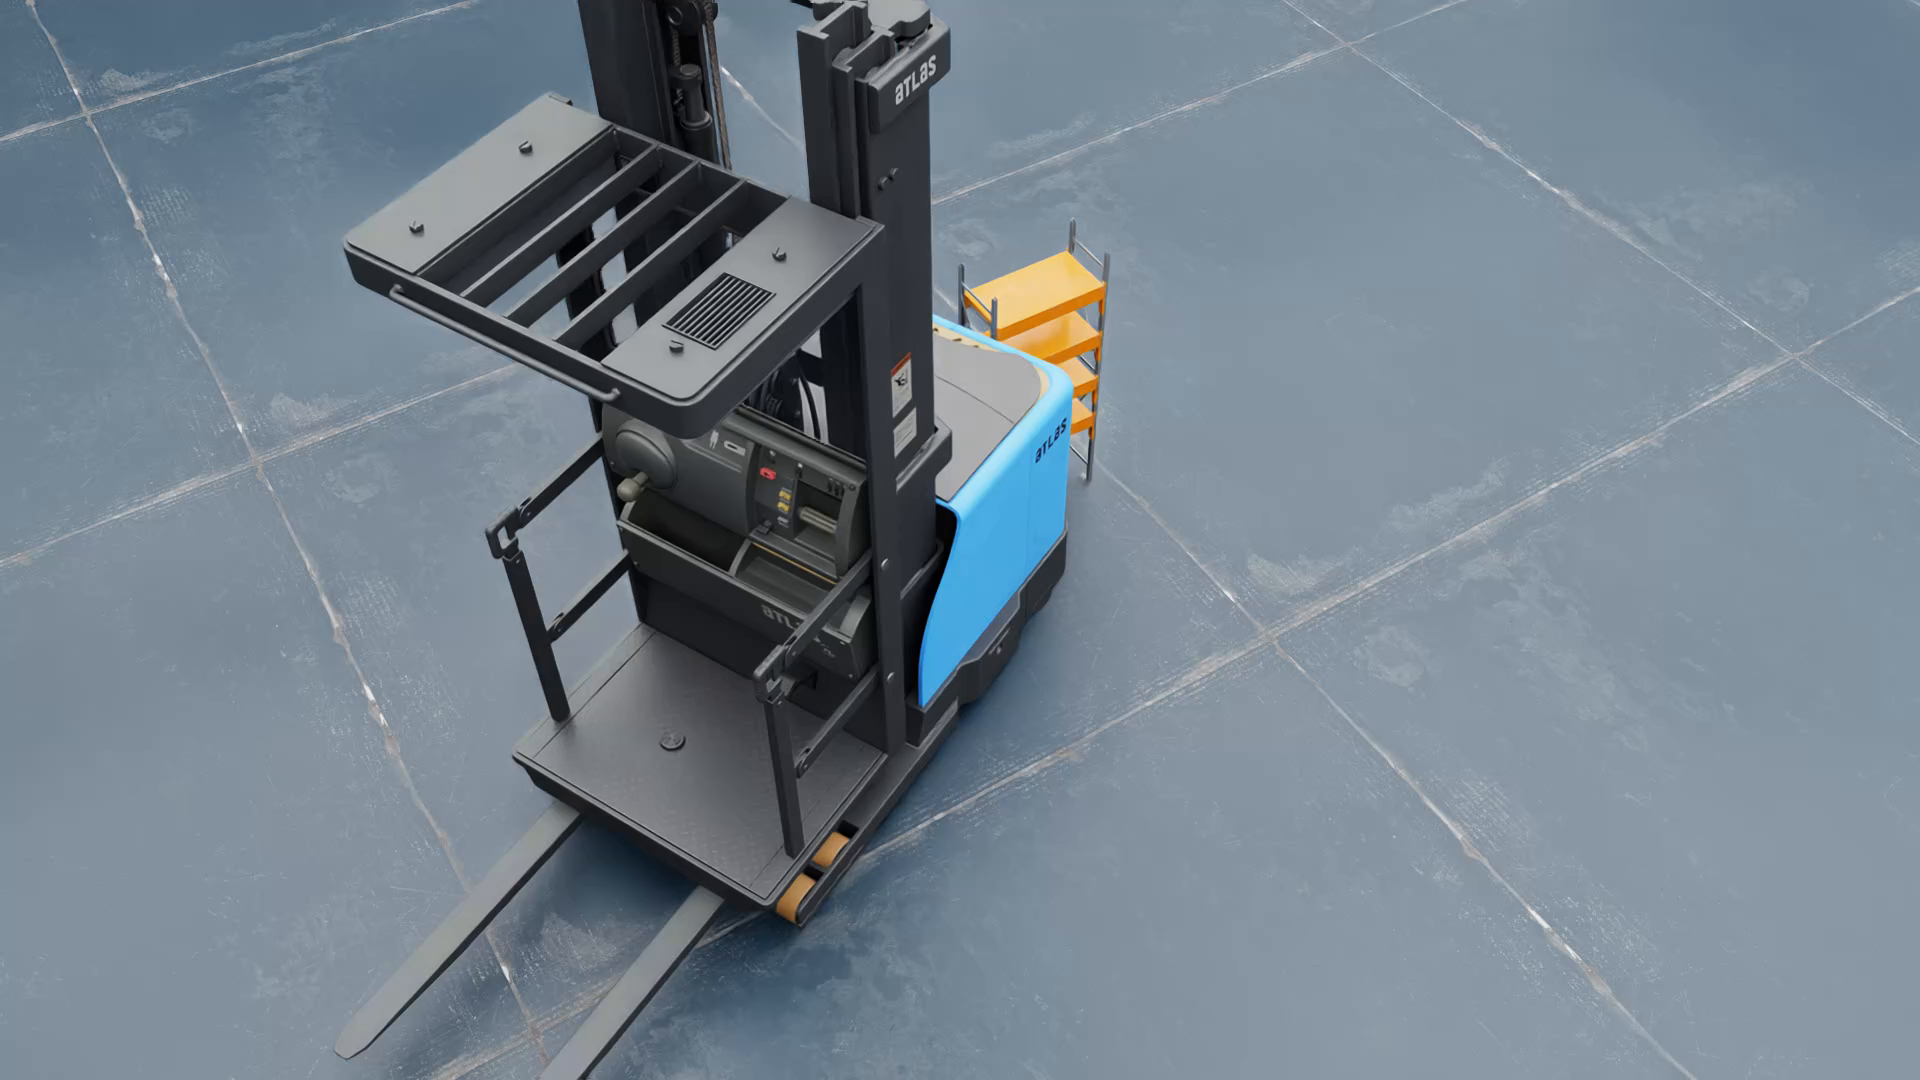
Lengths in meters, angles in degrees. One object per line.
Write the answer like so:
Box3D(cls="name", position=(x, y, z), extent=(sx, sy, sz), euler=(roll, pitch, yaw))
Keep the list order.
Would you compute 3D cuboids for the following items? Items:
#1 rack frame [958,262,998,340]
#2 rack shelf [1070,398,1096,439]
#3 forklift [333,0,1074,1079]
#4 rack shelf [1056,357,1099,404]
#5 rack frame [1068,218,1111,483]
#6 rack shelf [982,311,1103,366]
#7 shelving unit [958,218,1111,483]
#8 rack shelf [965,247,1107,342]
Box3D(cls="rack frame", position=(0.064, -0.520, 6.355), extent=(0.015, 1.200, 0.240), euler=(-25, 53, -21))
Box3D(cls="rack shelf", position=(0.270, -0.441, 6.640), extent=(0.480, 0.148, 0.258), euler=(-25, 53, -21))
Box3D(cls="forklift", position=(-0.803, -0.105, 4.827), extent=(1.130, 2.935, 3.031), euler=(25, 53, 21))
Box3D(cls="rack shelf", position=(0.270, -0.573, 6.492), extent=(0.480, 0.148, 0.258), euler=(-25, 53, -21))
Box3D(cls="rack frame", position=(0.477, -0.714, 6.528), extent=(0.015, 1.200, 0.240), euler=(-25, 53, -21))
Box3D(cls="rack shelf", position=(0.270, -0.721, 6.325), extent=(0.480, 0.148, 0.258), euler=(-25, 53, -21))
Box3D(cls="shelving unit", position=(0.270, -0.617, 6.442), extent=(0.503, 1.200, 0.258), euler=(-25, 53, -21))
Box3D(cls="rack shelf", position=(0.270, -0.879, 6.148), extent=(0.480, 0.148, 0.258), euler=(-25, 53, -21))
